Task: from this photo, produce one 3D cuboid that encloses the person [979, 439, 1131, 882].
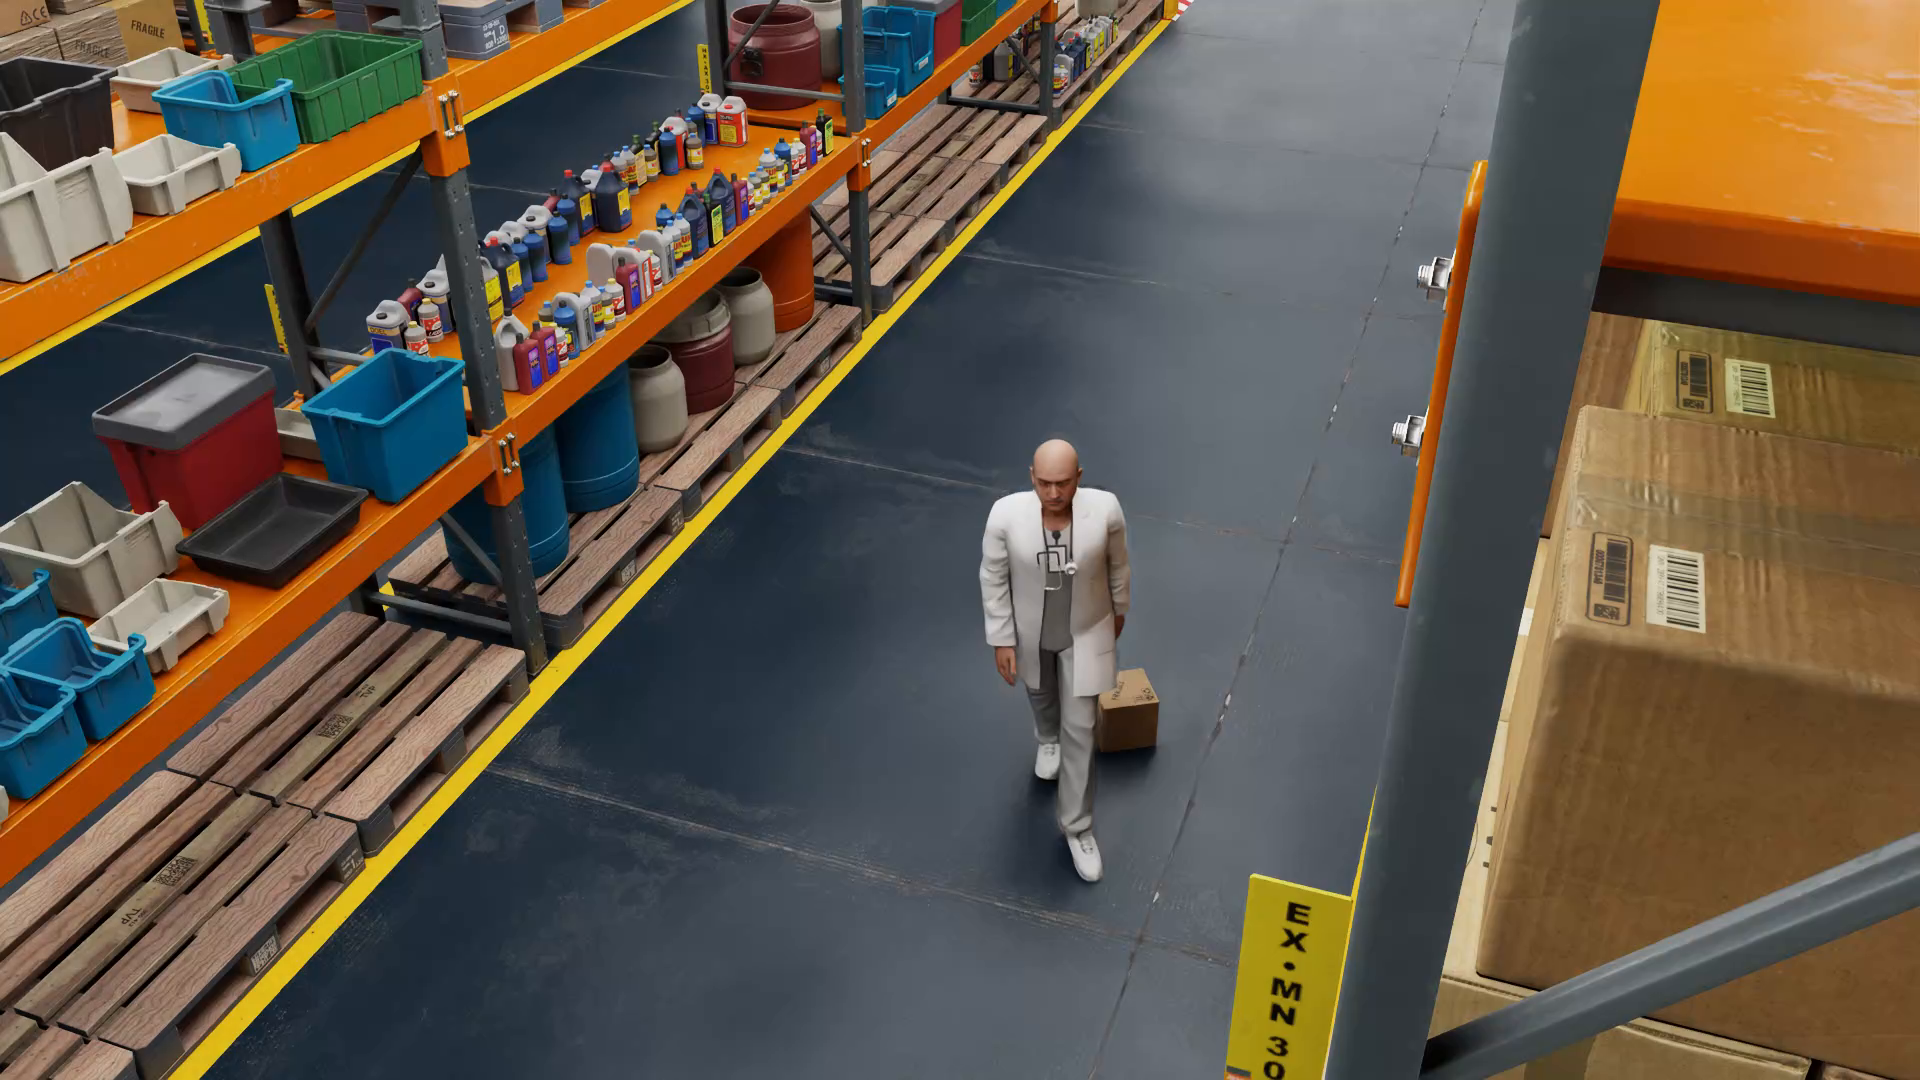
[{"bbox_3d":[0.368,0.374,6.564,0.590,1.760,0.915,4,33,7],"label":"person"}]
